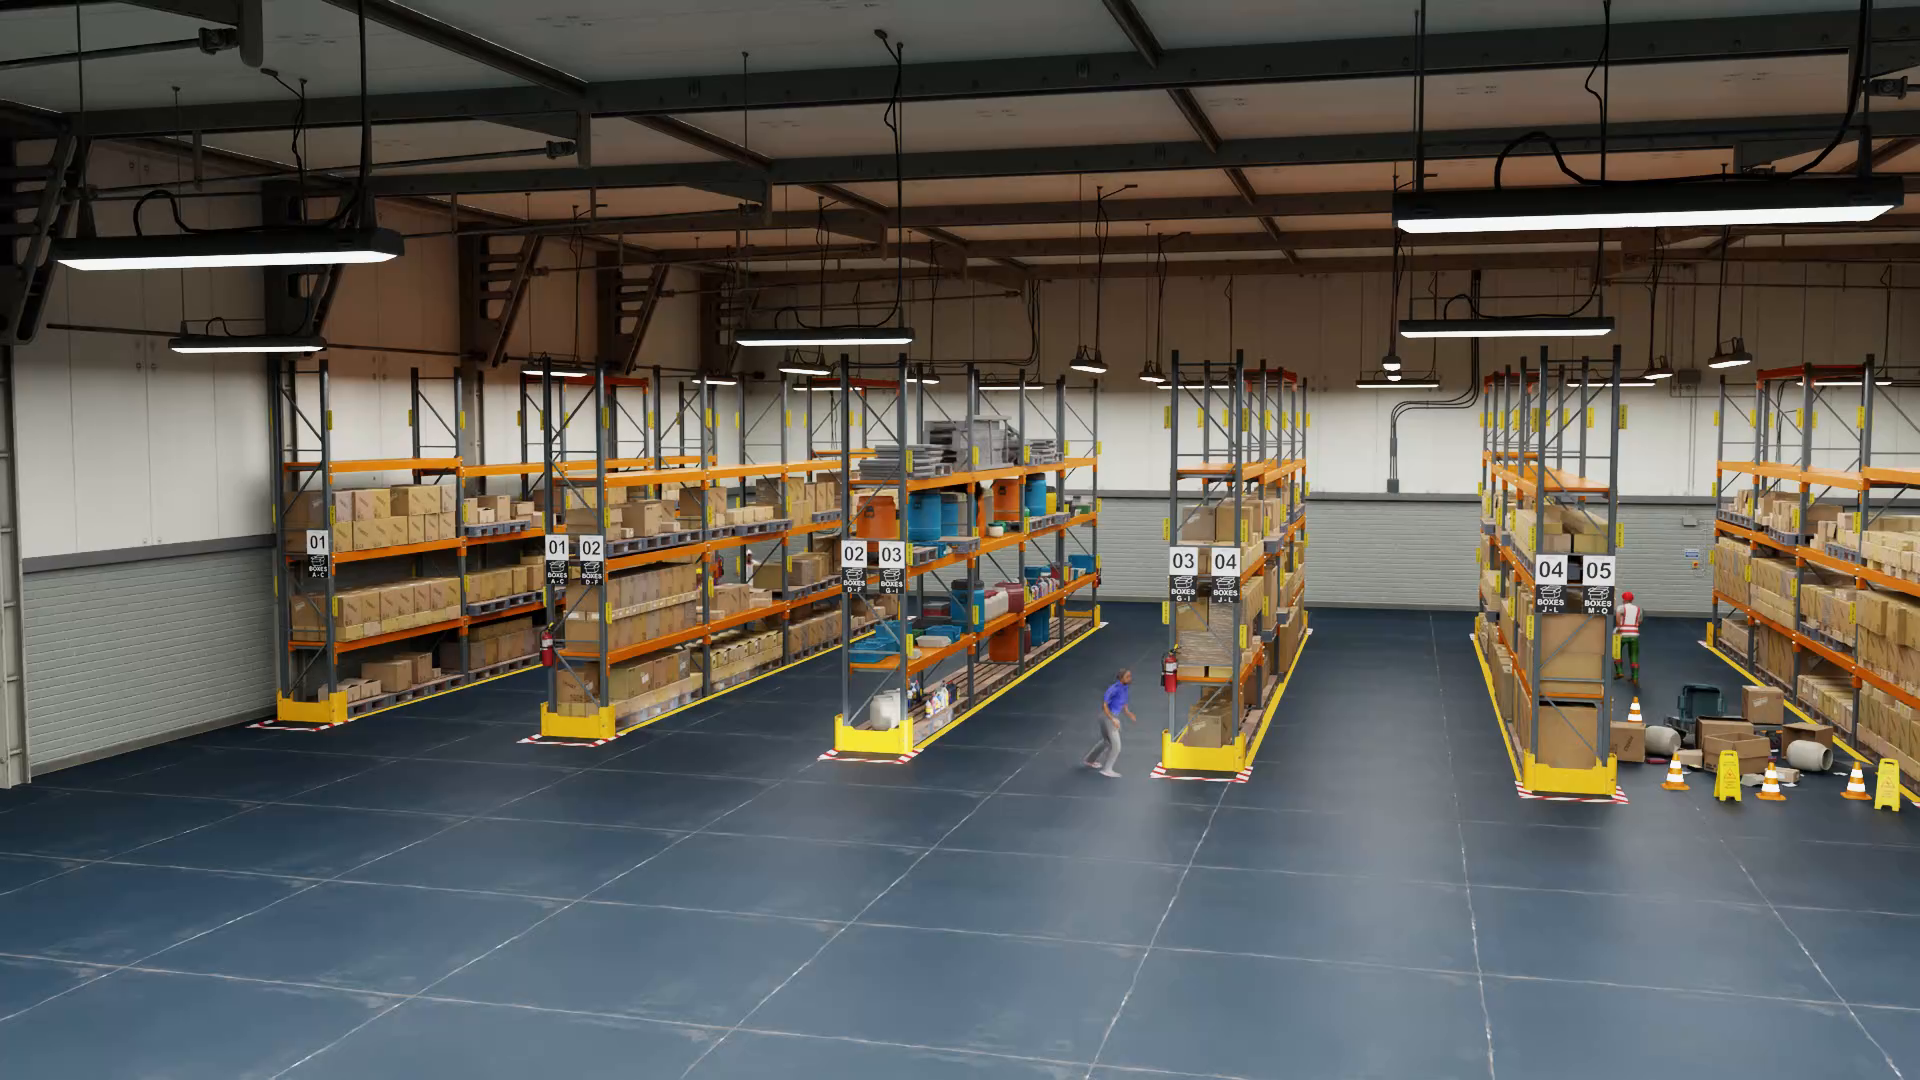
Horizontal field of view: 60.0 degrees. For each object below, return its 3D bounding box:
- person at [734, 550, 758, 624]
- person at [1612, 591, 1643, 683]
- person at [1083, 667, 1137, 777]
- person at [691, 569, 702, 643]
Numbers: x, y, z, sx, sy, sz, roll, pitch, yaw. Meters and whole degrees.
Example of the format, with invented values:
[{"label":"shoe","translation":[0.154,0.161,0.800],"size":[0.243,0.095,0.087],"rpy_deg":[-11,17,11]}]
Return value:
[{"label":"person","translation":[-5.285,1.160,41.274],"size":[0.642,1.849,0.774],"rpy_deg":[0,4,-2]},{"label":"person","translation":[12.707,1.847,31.657],"size":[0.619,1.723,0.968],"rpy_deg":[1,4,7]},{"label":"person","translation":[2.081,2.547,23.443],"size":[0.801,1.578,0.611],"rpy_deg":[2,5,25]},{"label":"person","translation":[-5.794,1.505,36.535],"size":[0.712,1.754,0.671],"rpy_deg":[1,4,14]}]
